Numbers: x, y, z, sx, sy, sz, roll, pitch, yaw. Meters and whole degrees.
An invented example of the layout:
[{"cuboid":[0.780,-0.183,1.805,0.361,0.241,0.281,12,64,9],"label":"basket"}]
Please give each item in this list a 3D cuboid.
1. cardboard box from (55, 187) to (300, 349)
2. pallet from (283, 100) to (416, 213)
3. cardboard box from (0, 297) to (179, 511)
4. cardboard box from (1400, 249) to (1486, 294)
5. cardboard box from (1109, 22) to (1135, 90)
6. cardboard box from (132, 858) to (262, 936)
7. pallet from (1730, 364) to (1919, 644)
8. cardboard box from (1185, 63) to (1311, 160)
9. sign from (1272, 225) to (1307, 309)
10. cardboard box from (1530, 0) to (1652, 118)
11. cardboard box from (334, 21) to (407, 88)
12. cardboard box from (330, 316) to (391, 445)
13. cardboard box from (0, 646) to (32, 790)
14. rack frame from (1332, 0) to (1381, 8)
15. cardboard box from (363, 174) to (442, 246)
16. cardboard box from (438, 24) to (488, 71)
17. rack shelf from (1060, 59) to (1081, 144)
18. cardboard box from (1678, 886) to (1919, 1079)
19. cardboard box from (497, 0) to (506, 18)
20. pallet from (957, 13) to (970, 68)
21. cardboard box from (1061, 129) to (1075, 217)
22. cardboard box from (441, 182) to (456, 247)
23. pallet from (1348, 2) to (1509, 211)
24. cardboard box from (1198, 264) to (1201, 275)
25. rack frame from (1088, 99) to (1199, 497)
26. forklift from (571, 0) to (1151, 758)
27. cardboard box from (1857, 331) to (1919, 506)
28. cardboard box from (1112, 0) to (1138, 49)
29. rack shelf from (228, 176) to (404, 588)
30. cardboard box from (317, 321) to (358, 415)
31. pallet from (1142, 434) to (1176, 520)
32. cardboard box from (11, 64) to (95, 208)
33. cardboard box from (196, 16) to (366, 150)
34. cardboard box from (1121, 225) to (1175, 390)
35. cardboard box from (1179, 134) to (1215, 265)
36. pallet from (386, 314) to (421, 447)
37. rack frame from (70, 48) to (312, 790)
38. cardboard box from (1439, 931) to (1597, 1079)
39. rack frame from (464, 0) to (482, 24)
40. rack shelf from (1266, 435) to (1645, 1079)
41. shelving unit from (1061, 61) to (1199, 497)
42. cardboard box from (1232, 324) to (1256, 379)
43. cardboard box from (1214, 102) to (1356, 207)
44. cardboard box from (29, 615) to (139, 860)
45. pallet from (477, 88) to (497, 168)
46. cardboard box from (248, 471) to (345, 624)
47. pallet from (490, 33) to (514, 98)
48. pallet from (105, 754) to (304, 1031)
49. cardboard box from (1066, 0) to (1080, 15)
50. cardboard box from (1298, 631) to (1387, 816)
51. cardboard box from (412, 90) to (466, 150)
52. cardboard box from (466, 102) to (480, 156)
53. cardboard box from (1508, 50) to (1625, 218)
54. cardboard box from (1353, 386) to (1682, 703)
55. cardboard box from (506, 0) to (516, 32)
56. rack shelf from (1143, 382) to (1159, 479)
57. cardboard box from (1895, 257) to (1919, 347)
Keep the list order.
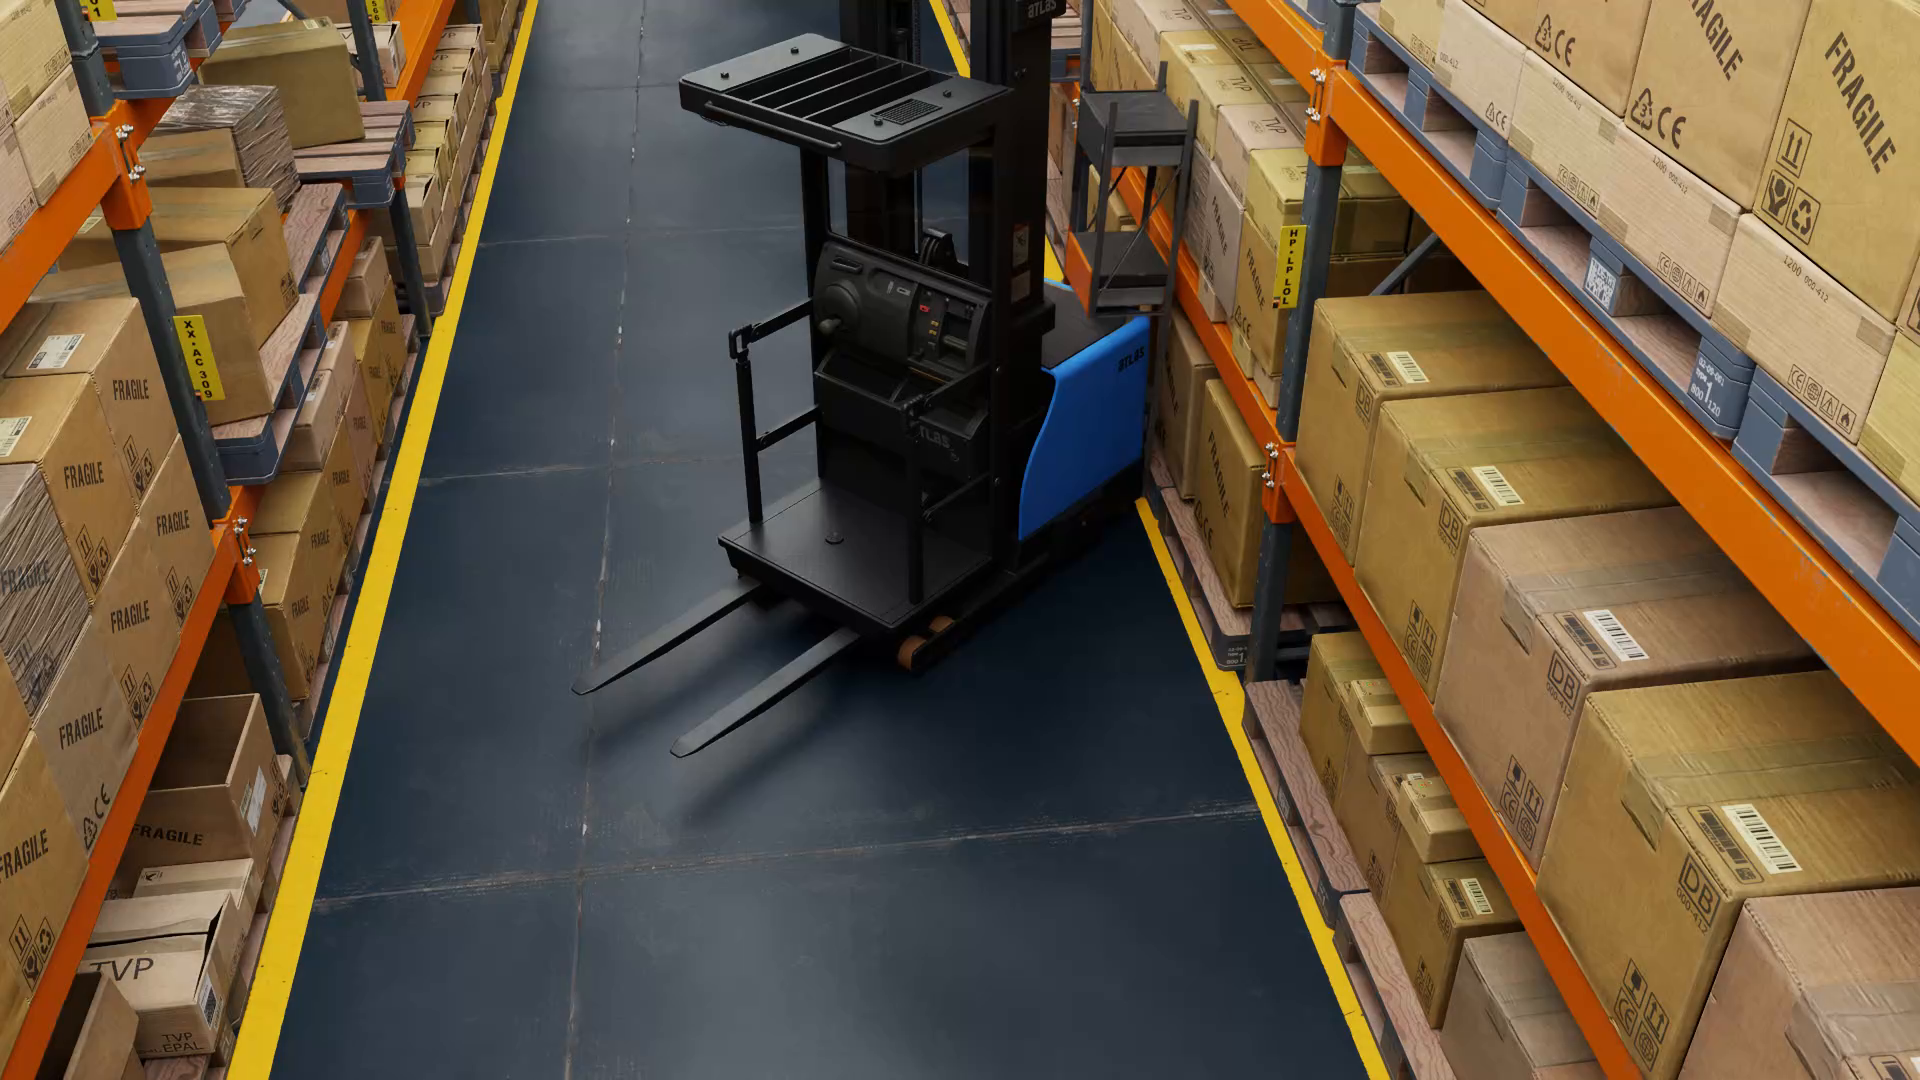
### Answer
[{"cuboid":[-3.160,-1.097,6.734,0.700,0.500,0.500,1,34,1],"label":"cardboard box"},{"cuboid":[-3.540,-2.002,8.694,1.213,0.211,1.003,-4,35,-6],"label":"pallet"},{"cuboid":[-2.838,-0.414,5.217,0.500,0.500,0.500,-4,34,-6],"label":"cardboard box"},{"cuboid":[1.933,-1.047,6.752,0.500,0.500,0.500,-6,35,-8],"label":"cardboard box"},{"cuboid":[1.080,-2.420,8.767,0.500,0.500,0.500,-3,34,-5],"label":"cardboard box"},{"cuboid":[-2.695,1.276,5.855,0.380,0.149,0.250,-4,35,-6],"label":"cardboard box"},{"cuboid":[2.173,0.017,2.976,1.003,0.211,1.213,-4,35,-6],"label":"pallet"},{"cuboid":[1.301,-1.893,7.328,0.500,0.250,0.500,-4,34,-5],"label":"cardboard box"},{"cuboid":[1.209,-0.998,6.093,0.100,0.325,0.005,-4,35,-6],"label":"sign"},{"cuboid":[1.711,-1.321,3.866,0.500,0.500,0.500,-4,34,-6],"label":"cardboard box"},{"cuboid":[-3.629,-2.931,9.966,0.500,0.311,0.500,-5,35,-7],"label":"cardboard box"},{"cuboid":[-3.273,-0.810,8.604,0.500,0.500,0.500,-6,35,-8],"label":"cardboard box"},{"cuboid":[-2.633,0.434,3.973,0.500,0.500,0.500,-5,35,-7],"label":"cardboard box"},{"cuboid":[1.746,-3.078,4.776,1.000,3.000,0.127,-4,35,-6],"label":"rack frame"},{"cuboid":[-3.480,-2.037,10.147,0.500,0.311,0.500,-3,34,-5],"label":"cardboard box"},{"cuboid":[-3.900,-3.751,12.661,0.500,0.311,0.500,-4,35,-6],"label":"cardboard box"},{"cuboid":[0.939,-3.650,11.581,1.077,0.370,4.000,-4,35,-6],"label":"rack shelf"},{"cuboid":[2.205,1.225,3.522,0.980,0.700,0.700,-3,34,-4],"label":"cardboard box"},{"cuboid":[-4.066,-4.594,13.730,0.500,0.500,0.500,-4,35,-6],"label":"cardboard box"},{"cuboid":[0.544,-4.283,14.347,1.003,0.211,1.213,-4,35,-6],"label":"pallet"},{"cuboid":[1.059,-2.378,10.905,0.700,0.500,0.500,-4,34,-6],"label":"cardboard box"},{"cuboid":[-3.549,-2.086,10.716,0.500,0.250,0.500,-5,35,-8],"label":"cardboard box"},{"cuboid":[1.845,-1.344,4.974,1.003,0.211,1.213,-4,35,-6],"label":"pallet"},{"cuboid":[1.311,-1.242,7.614,0.380,0.149,0.250,-4,35,-6],"label":"cardboard box"},{"cuboid":[0.802,-1.066,7.882,0.400,2.100,0.015,-4,36,-10],"label":"rack frame"},{"cuboid":[-0.401,-0.940,7.027,1.130,2.935,3.031,25,42,32],"label":"forklift"},{"cuboid":[1.922,-0.148,2.811,0.500,0.250,0.500,-3,34,-5],"label":"cardboard box"},{"cuboid":[1.086,-2.741,8.572,0.500,0.250,0.500,-5,35,-7],"label":"cardboard box"},{"cuboid":[-3.432,-1.040,7.752,1.077,0.370,4.000,-4,35,-6],"label":"rack shelf"},{"cuboid":[-3.189,-0.807,7.933,0.500,0.250,0.500,-5,35,-7],"label":"cardboard box"},{"cuboid":[1.400,-0.554,8.875,1.003,0.211,1.213,-4,35,-6],"label":"pallet"},{"cuboid":[-2.834,-1.148,4.741,0.500,0.250,0.500,-4,35,-6],"label":"cardboard box"},{"cuboid":[-3.504,-2.326,8.538,0.700,0.500,0.500,-16,37,-22],"label":"cardboard box"},{"cuboid":[1.288,-1.207,8.893,0.750,0.750,0.750,-5,35,-7],"label":"cardboard box"},{"cuboid":[1.296,-1.575,7.527,0.500,0.500,0.500,-4,35,-6],"label":"cardboard box"},{"cuboid":[-3.638,-0.882,9.357,1.003,0.211,1.213,-4,35,-6],"label":"pallet"},{"cuboid":[-3.163,-0.222,5.912,1.000,3.000,0.127,-4,35,-6],"label":"rack frame"},{"cuboid":[1.955,1.550,5.159,0.700,0.500,0.500,-5,35,-8],"label":"cardboard box"},{"cuboid":[-4.239,-4.686,12.463,1.000,3.000,0.127,-4,35,-6],"label":"rack frame"},{"cuboid":[2.014,0.814,5.030,1.077,0.370,4.000,-4,35,-6],"label":"rack shelf"},{"cuboid":[0.759,-1.207,8.077,0.431,2.100,0.503,-4,36,-10],"label":"shelving unit"},{"cuboid":[1.362,-0.810,6.980,0.380,0.149,0.250,-4,34,-5],"label":"cardboard box"},{"cuboid":[1.370,-1.609,6.910,0.500,0.250,0.500,-4,34,-5],"label":"cardboard box"},{"cuboid":[-2.699,0.571,4.660,0.500,0.500,0.500,-4,34,-5],"label":"cardboard box"},{"cuboid":[-4.101,-3.126,12.649,1.003,0.211,1.213,-4,35,-6],"label":"pallet"},{"cuboid":[-3.069,0.044,7.350,0.500,0.500,0.500,-4,34,-6],"label":"cardboard box"},{"cuboid":[-4.304,-3.981,13.904,1.003,0.211,1.213,-4,35,-6],"label":"pallet"},{"cuboid":[-3.071,1.314,6.135,1.003,0.211,1.213,-4,35,-6],"label":"pallet"},{"cuboid":[1.032,-3.626,10.427,0.700,0.500,0.500,-8,35,-11],"label":"cardboard box"},{"cuboid":[1.744,0.686,6.427,0.700,0.500,0.500,-4,34,-6],"label":"cardboard box"},{"cuboid":[-3.695,-2.901,11.415,0.500,0.311,0.500,-5,35,-7],"label":"cardboard box"},{"cuboid":[-3.760,-2.946,11.978,0.500,0.250,0.500,-4,34,-5],"label":"cardboard box"},{"cuboid":[1.708,-1.015,4.083,0.500,0.250,0.500,-5,35,-8],"label":"cardboard box"},{"cuboid":[1.895,-0.011,5.337,0.980,0.700,0.700,-5,35,-8],"label":"cardboard box"},{"cuboid":[-4.125,-4.564,14.352,0.500,0.250,0.500,-4,35,-6],"label":"cardboard box"},{"cuboid":[0.727,-0.626,8.490,0.431,0.518,0.480,-4,36,-10],"label":"rack shelf"},{"cuboid":[1.915,-0.457,2.599,0.500,0.500,0.500,-4,35,-7],"label":"cardboard box"}]
